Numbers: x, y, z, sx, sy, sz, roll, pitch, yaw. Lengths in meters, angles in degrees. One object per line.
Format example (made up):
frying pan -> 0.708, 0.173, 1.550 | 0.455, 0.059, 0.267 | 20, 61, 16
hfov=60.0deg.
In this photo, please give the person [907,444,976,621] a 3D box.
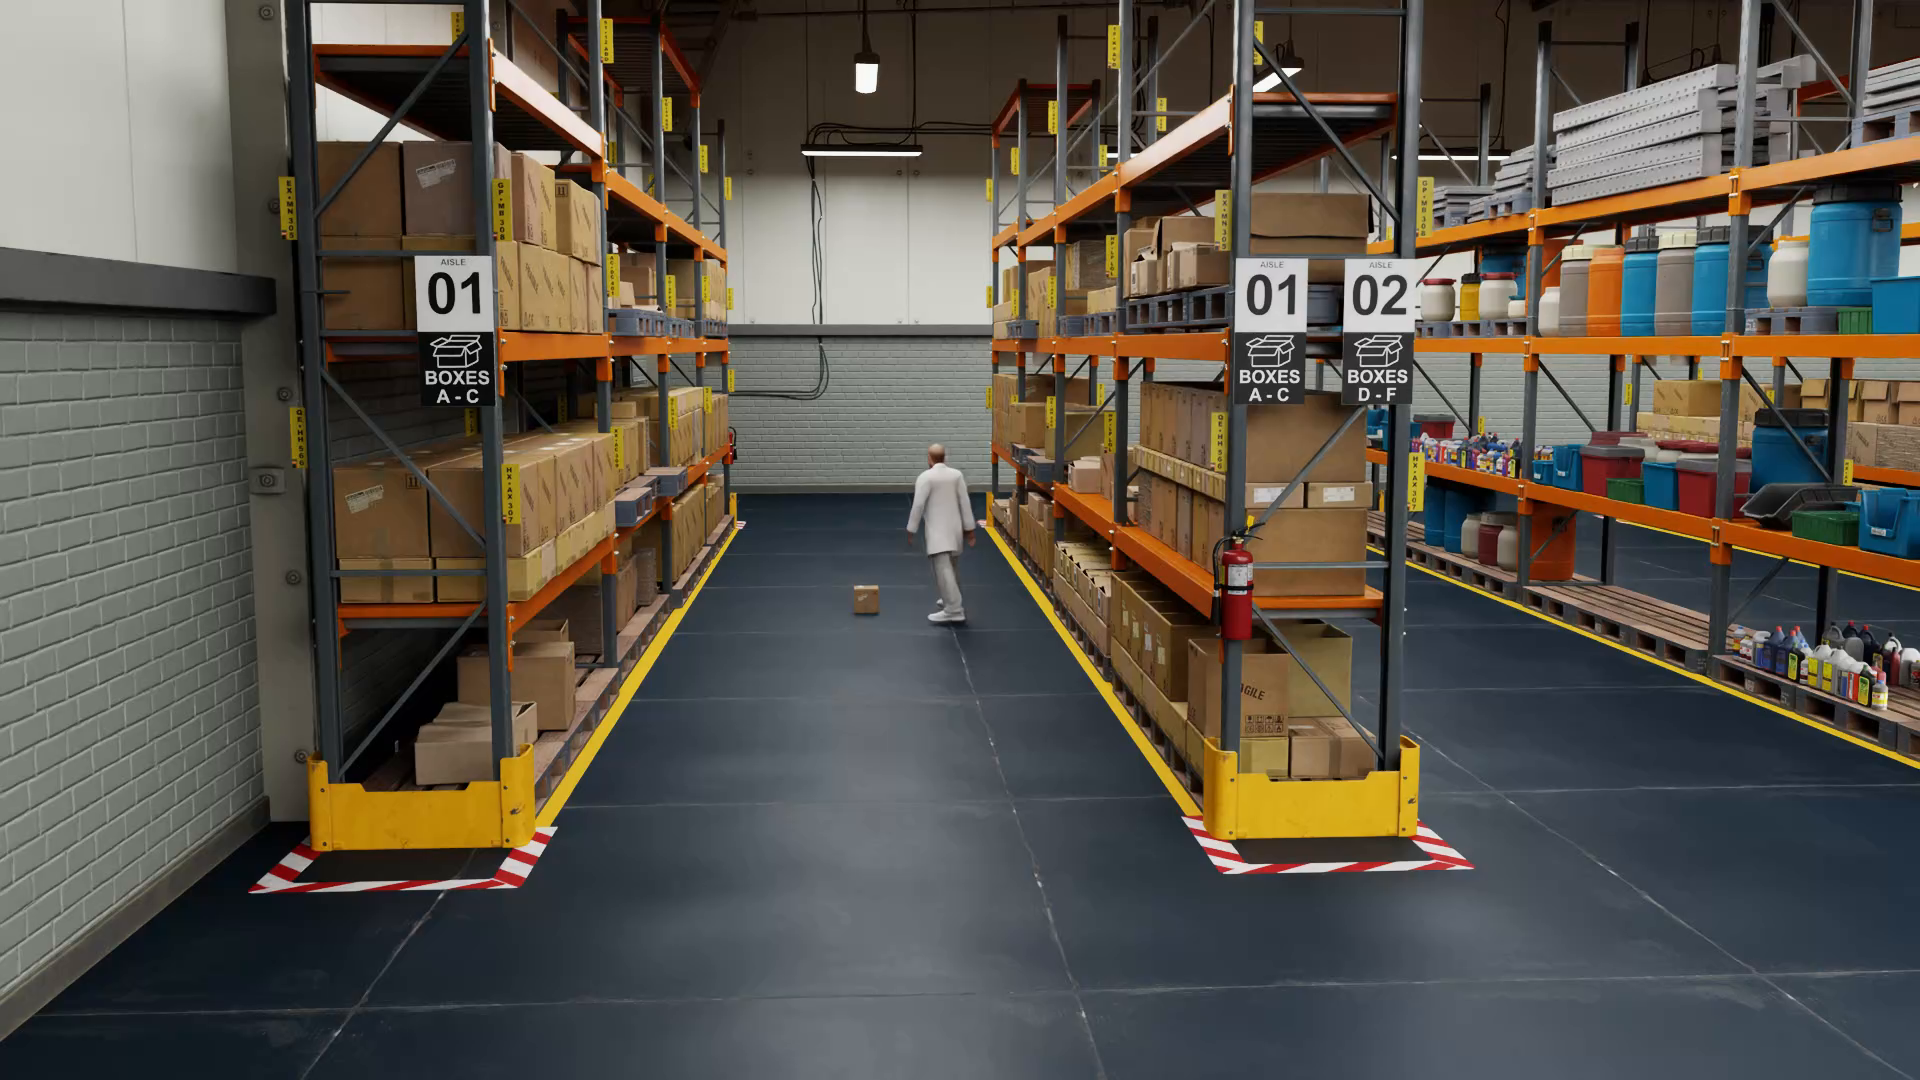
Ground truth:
person -> -0.173, -0.078, 16.578 | 0.688, 1.749, 0.878 | -6, 9, -40
